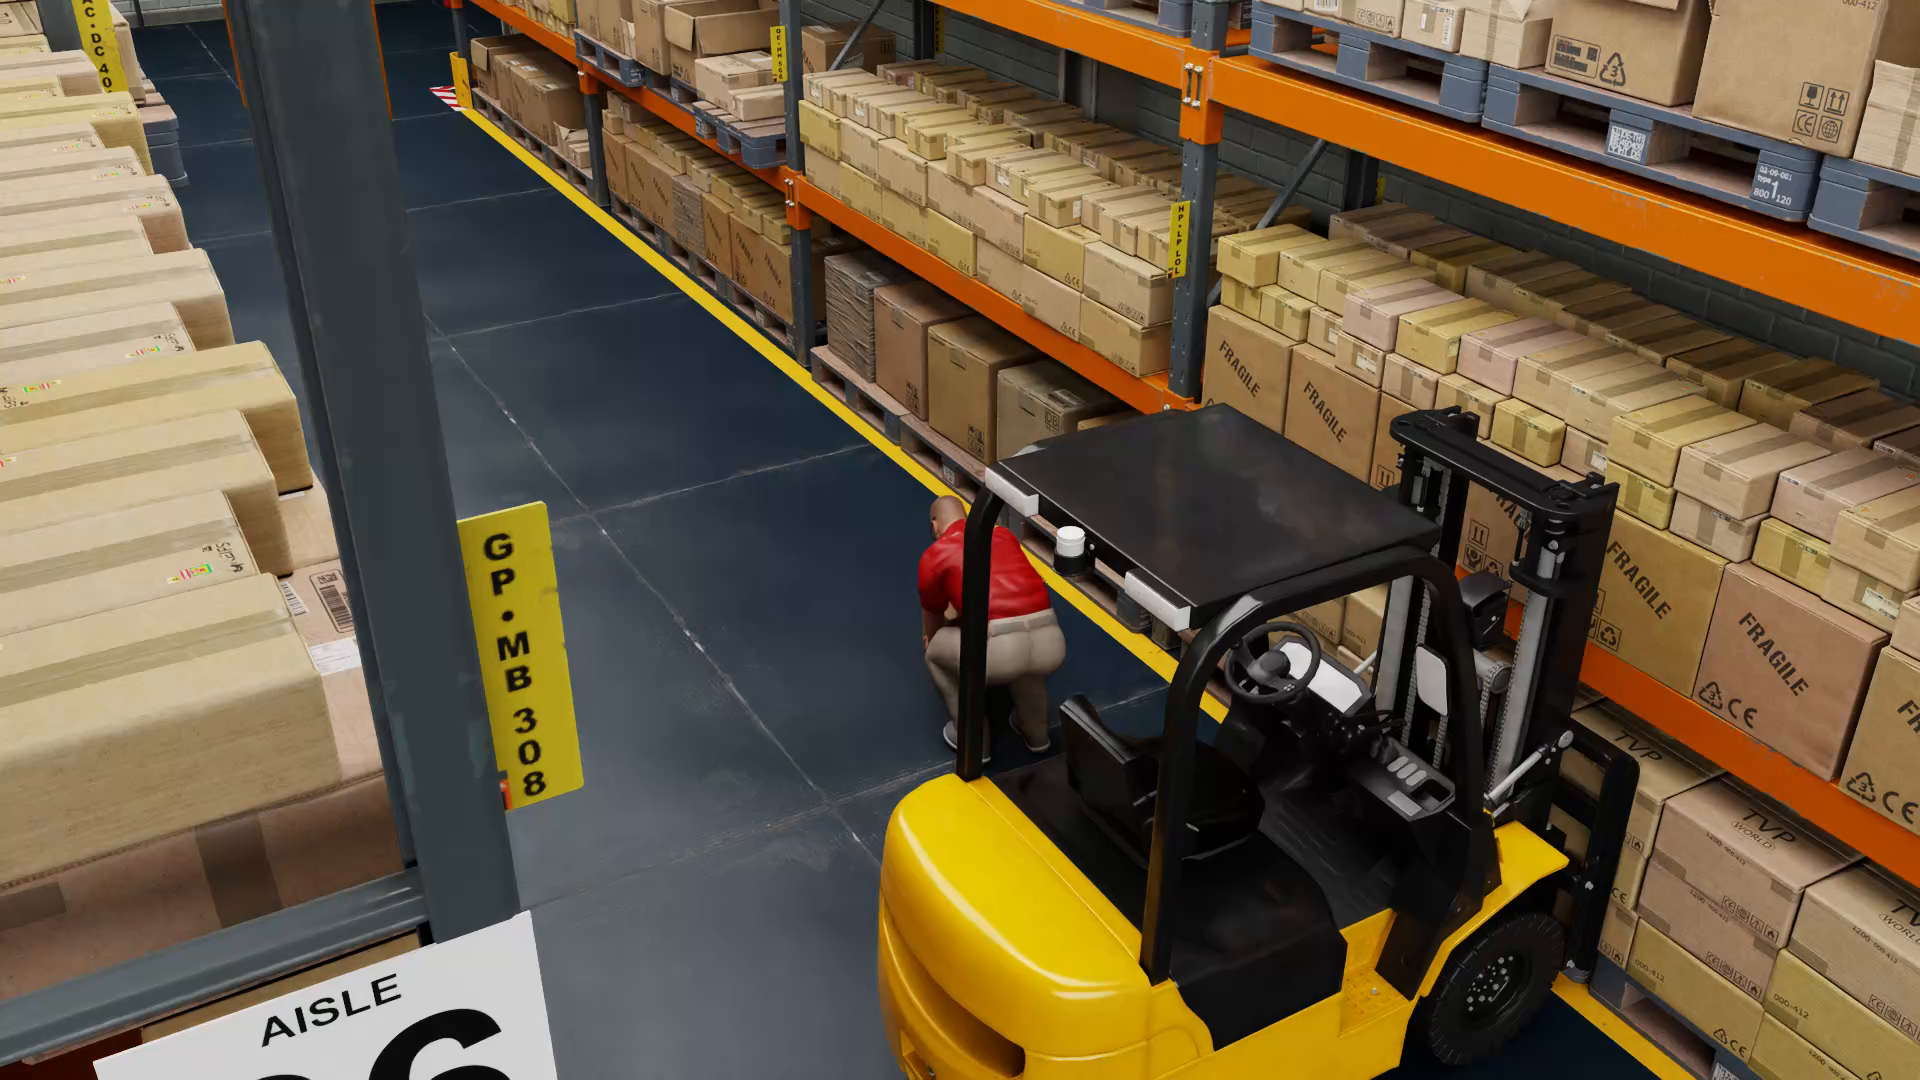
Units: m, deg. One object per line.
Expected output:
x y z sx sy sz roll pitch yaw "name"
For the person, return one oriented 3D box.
0.111 0.399 7.209 0.539 0.974 0.913 -11 31 -19 "person"
